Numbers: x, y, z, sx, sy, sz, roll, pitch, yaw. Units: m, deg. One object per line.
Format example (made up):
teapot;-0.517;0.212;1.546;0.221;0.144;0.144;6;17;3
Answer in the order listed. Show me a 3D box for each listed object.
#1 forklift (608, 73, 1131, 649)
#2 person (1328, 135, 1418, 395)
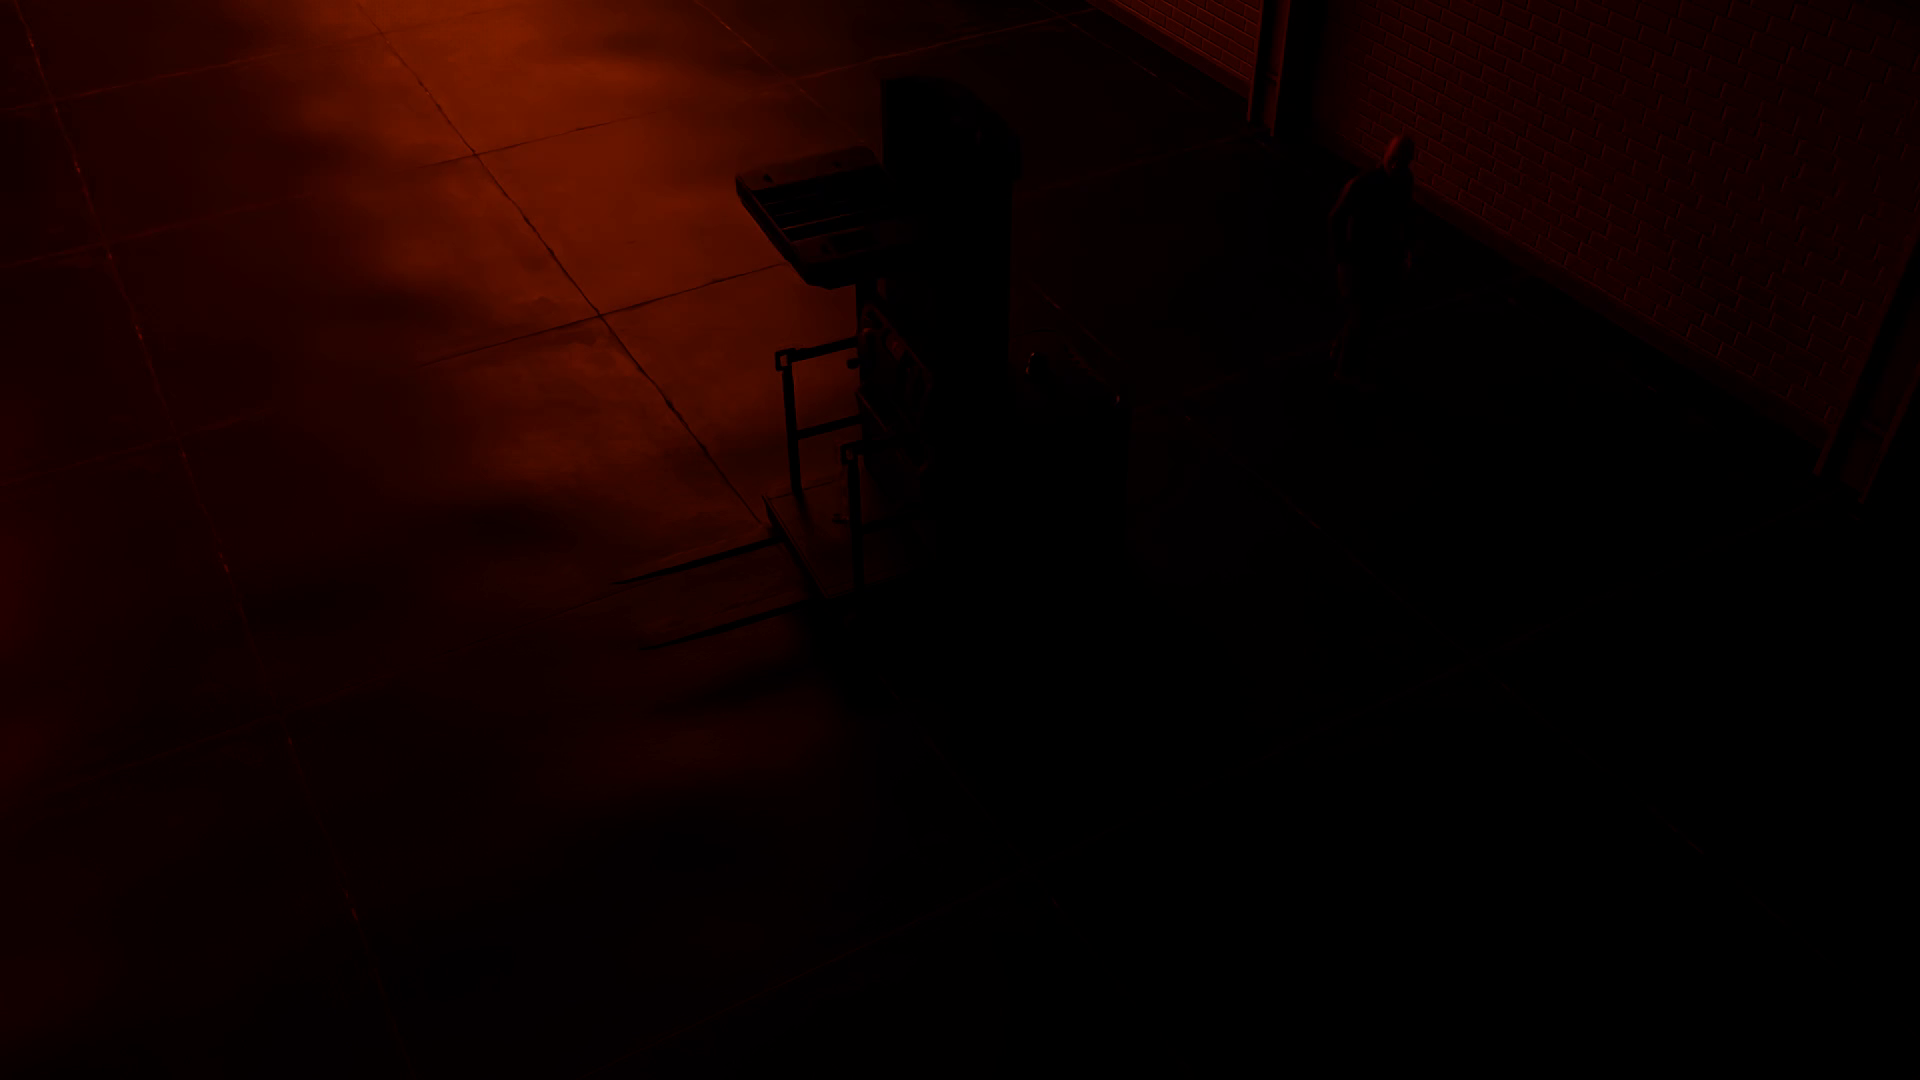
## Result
forklift;-0.550;-0.957;9.190;3.031;2.935;1.130;-17;43;-19
person;2.840;-1.869;11.205;0.787;1.766;0.561;-31;49;-32
